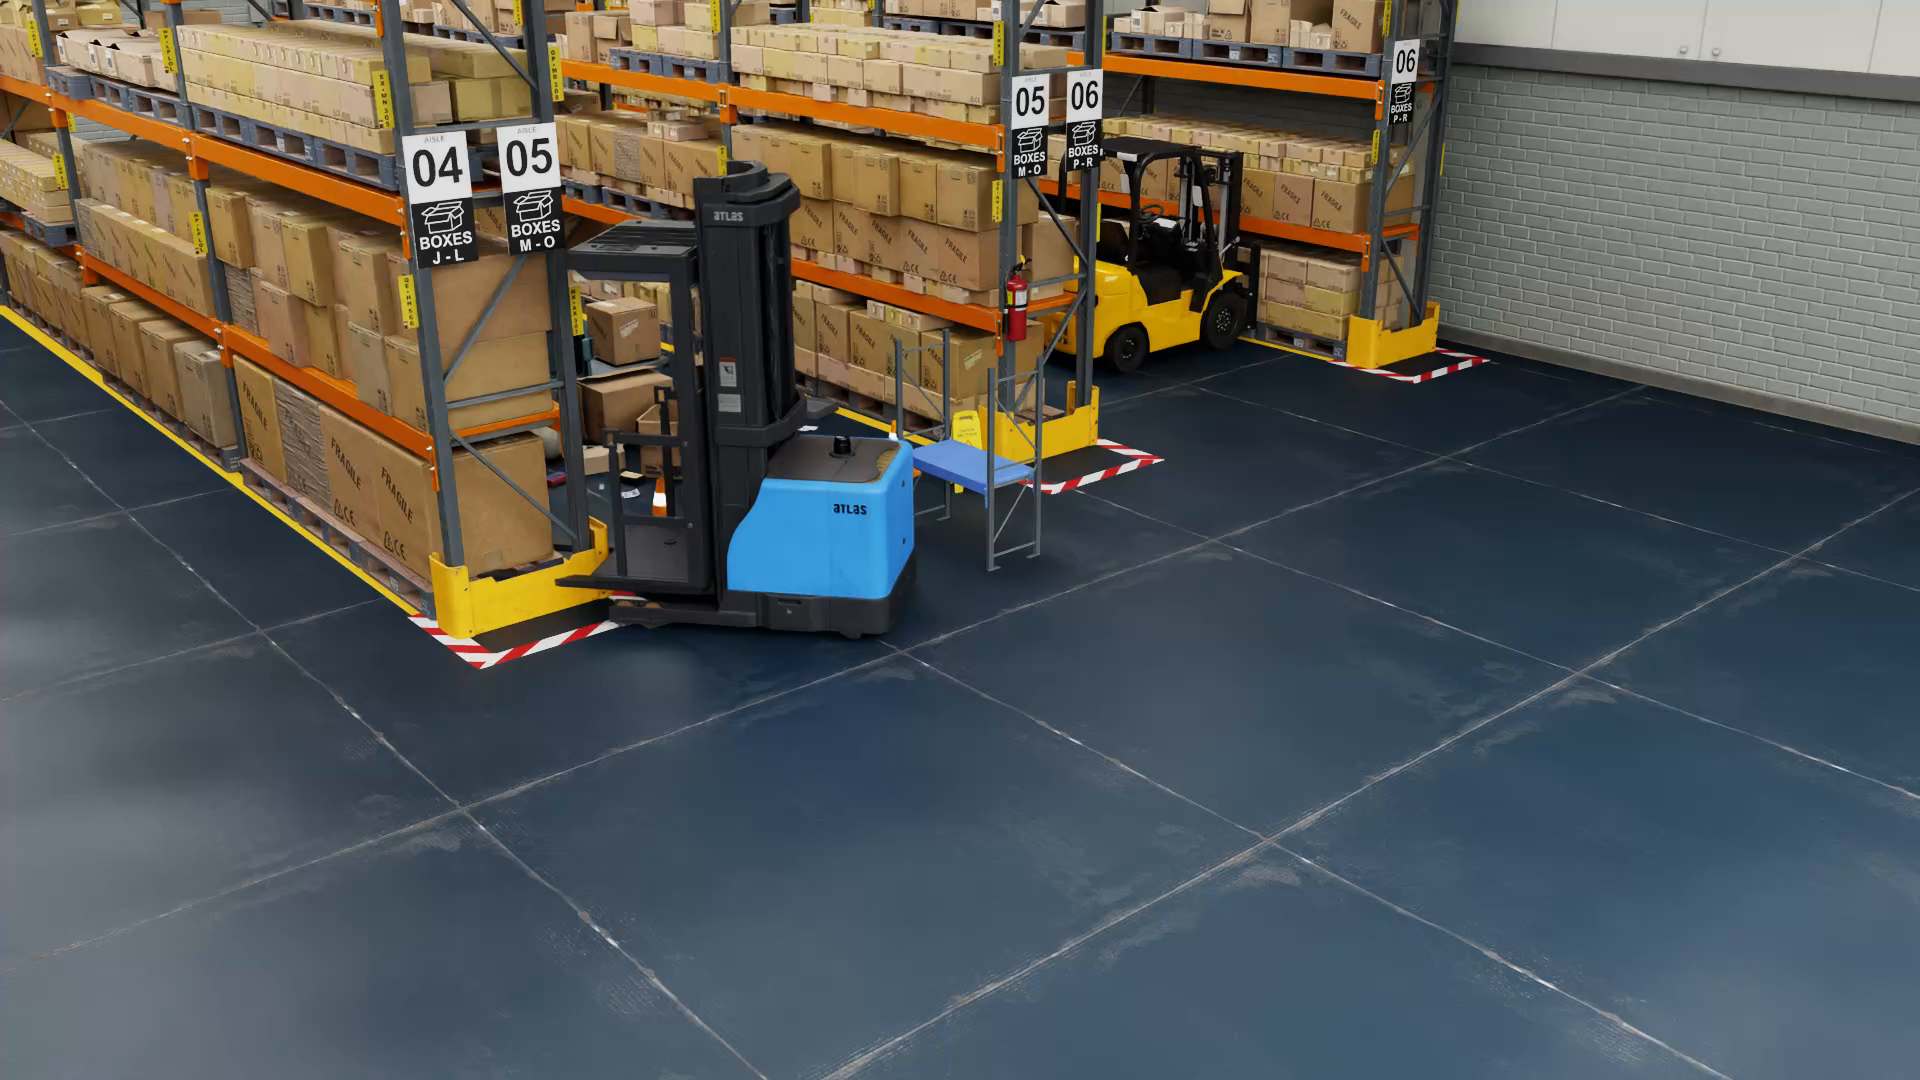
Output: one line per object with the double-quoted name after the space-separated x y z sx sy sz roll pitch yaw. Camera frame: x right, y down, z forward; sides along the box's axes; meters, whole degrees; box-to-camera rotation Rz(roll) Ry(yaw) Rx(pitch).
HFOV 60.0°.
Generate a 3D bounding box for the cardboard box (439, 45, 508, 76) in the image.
-3.092 -3.063 10.617 0.380 0.149 0.250 -17 27 -37 "cardboard box"

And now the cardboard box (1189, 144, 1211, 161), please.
2.701 -4.264 18.232 0.380 0.149 0.250 -19 28 -39 "cardboard box"

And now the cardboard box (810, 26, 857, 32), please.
-1.177 -4.713 15.542 0.380 0.149 0.250 -17 27 -36 "cardboard box"

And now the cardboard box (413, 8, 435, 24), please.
-6.540 -6.505 20.611 0.380 0.166 0.250 -20 29 -41 "cardboard box"

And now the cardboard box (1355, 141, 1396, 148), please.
4.306 -4.041 17.254 0.380 0.149 0.250 -16 27 -36 "cardboard box"

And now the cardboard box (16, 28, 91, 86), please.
-8.739 -4.684 16.079 0.500 0.500 0.500 -17 27 -37 "cardboard box"

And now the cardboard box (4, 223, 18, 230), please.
-11.722 -3.898 20.841 0.380 0.149 0.250 -19 28 -40 "cardboard box"

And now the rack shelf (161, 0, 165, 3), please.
-6.869 -4.863 14.095 1.077 0.370 4.000 -17 27 -37 "rack shelf"

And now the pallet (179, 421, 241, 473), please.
-6.124 -0.935 14.581 1.003 0.211 1.213 -17 27 -37 "pallet"

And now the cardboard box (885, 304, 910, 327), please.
-0.441 -2.020 14.806 0.380 0.149 0.250 -17 27 -37 "cardboard box"

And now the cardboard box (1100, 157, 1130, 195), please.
1.971 -4.289 19.184 0.500 0.500 0.500 -18 28 -39 "cardboard box"

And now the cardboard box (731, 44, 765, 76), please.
-1.799 -4.523 15.603 0.500 0.250 0.500 -18 28 -39 "cardboard box"

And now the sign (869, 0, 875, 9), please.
-1.144 -7.041 21.525 0.100 0.325 0.005 -17 27 -37 "sign"

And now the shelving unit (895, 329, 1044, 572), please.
0.056 -0.675 12.150 0.538 1.500 1.048 -17 27 -37 "shelving unit"

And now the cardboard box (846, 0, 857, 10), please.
-1.300 -7.161 22.201 0.380 0.149 0.250 -18 28 -39 "cardboard box"

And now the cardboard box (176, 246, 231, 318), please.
-6.106 -2.165 13.762 0.500 0.500 0.500 -18 27 -38 "cardboard box"

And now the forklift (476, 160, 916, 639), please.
-1.870 -0.964 10.926 3.031 2.935 1.130 4 22 9 "forklift"

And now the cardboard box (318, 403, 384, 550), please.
-4.021 -0.553 12.121 0.875 0.875 0.875 -18 28 -38 "cardboard box"

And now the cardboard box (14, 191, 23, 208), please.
-9.510 -3.532 17.158 0.380 0.149 0.250 -19 28 -40 "cardboard box"

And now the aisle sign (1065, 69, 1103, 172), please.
1.007 -3.406 13.503 0.394 0.787 0.004 -17 27 -37 "aisle sign"

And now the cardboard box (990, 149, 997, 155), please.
0.719 -4.716 20.618 0.500 0.250 0.500 -17 27 -37 "cardboard box"

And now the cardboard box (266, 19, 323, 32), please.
-5.083 -3.906 12.768 0.380 0.149 0.250 -18 28 -38 "cardboard box"

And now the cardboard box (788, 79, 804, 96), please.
-1.354 -4.173 15.257 0.380 0.149 0.250 -16 27 -36 "cardboard box"

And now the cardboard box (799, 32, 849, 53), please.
-1.212 -4.455 14.884 0.380 0.149 0.250 -19 28 -39 "cardboard box"

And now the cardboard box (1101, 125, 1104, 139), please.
1.488 -4.817 19.643 0.380 0.149 0.250 -16 27 -36 "cardboard box"

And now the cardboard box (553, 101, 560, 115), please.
-5.026 -4.942 19.481 0.500 0.500 0.500 -18 28 -39 "cardboard box"

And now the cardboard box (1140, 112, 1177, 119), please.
2.316 -4.898 19.441 0.380 0.149 0.250 -17 27 -37 "cardboard box"

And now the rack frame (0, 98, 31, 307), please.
-10.785 -4.248 19.217 1.000 3.000 0.127 -17 27 -37 "rack frame"

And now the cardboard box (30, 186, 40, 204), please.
-9.017 -3.462 16.570 0.380 0.149 0.250 -16 27 -35 "cardboard box"

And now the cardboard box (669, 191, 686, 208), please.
-2.778 -3.539 17.175 0.380 0.149 0.250 -18 28 -38 "cardboard box"

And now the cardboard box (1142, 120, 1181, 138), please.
2.275 -4.636 18.774 0.380 0.149 0.250 -18 28 -38 "cardboard box"

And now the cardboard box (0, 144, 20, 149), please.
-10.363 -4.169 17.968 0.380 0.149 0.250 -18 28 -38 "cardboard box"

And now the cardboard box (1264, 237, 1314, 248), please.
3.672 -3.158 18.258 0.500 0.250 0.500 -18 27 -38 "cardboard box"

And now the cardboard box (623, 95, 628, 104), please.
-5.252 -7.189 27.071 0.380 0.149 0.250 -17 27 -37 "cardboard box"

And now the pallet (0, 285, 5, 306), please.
-11.250 -3.127 20.178 1.003 0.211 1.213 -17 27 -37 "pallet"

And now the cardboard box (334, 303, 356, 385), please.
-3.875 -1.426 11.805 0.875 0.550 0.550 -17 27 -37 "cardboard box"

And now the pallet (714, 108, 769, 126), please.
-2.904 -6.301 24.722 1.003 0.211 1.213 -17 27 -37 "pallet"

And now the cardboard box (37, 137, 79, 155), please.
-10.032 -4.393 18.541 0.380 0.149 0.250 -19 28 -39 "cardboard box"

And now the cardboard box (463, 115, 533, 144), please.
-2.933 -2.626 10.593 0.380 0.149 0.250 -17 27 -37 "cardboard box"

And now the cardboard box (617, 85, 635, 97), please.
-5.199 -7.343 26.917 0.500 0.250 0.500 -18 28 -38 "cardboard box"

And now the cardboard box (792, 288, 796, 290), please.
-1.698 -2.281 16.362 0.500 0.500 0.500 -16 26 -35 "cardboard box"

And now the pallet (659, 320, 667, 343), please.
-3.189 -2.498 18.572 1.003 0.211 1.213 -17 27 -37 "pallet"

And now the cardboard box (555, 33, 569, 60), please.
-4.247 -5.485 18.447 0.396 0.266 0.258 -17 27 -37 "cardboard box"

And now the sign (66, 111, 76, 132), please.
-10.367 -4.920 19.346 0.100 0.325 0.005 -17 27 -37 "sign"

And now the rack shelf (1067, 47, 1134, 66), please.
0.573 -6.041 20.669 1.077 0.370 4.000 -17 27 -37 "rack shelf"

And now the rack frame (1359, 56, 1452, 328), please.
4.490 -3.322 16.852 1.000 3.000 0.127 -17 27 -37 "rack frame"

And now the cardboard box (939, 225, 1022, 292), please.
0.169 -2.409 13.975 0.500 0.500 0.500 -18 28 -38 "cardboard box"

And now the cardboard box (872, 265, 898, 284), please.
-0.562 -2.411 14.872 0.380 0.149 0.250 -18 28 -38 "cardboard box"

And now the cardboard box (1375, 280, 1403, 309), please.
4.340 -2.649 17.644 0.500 0.250 0.500 -17 27 -36 "cardboard box"

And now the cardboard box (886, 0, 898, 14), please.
-0.734 -6.893 21.465 0.380 0.166 0.250 -18 27 -38 "cardboard box"

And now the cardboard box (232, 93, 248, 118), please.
-4.917 -3.098 11.798 0.380 0.149 0.250 -18 28 -38 "cardboard box"

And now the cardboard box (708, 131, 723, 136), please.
-2.608 -4.101 17.720 0.500 0.500 0.500 -18 27 -38 "cardboard box"

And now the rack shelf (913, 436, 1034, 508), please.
0.056 -0.507 12.216 0.538 0.185 1.000 -17 27 -37 "rack shelf"

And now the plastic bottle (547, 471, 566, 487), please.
-3.310 -0.511 13.705 0.133 0.061 0.283 12 24 27 "plastic bottle"

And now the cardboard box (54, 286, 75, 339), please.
-9.138 -2.439 17.449 0.500 0.500 0.500 -16 27 -35 "cardboard box"

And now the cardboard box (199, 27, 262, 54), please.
-5.250 -3.609 12.011 0.380 0.149 0.250 -18 28 -38 "cardboard box"

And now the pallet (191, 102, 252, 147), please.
-5.037 -3.165 12.460 1.003 0.211 1.213 -17 27 -37 "pallet"
